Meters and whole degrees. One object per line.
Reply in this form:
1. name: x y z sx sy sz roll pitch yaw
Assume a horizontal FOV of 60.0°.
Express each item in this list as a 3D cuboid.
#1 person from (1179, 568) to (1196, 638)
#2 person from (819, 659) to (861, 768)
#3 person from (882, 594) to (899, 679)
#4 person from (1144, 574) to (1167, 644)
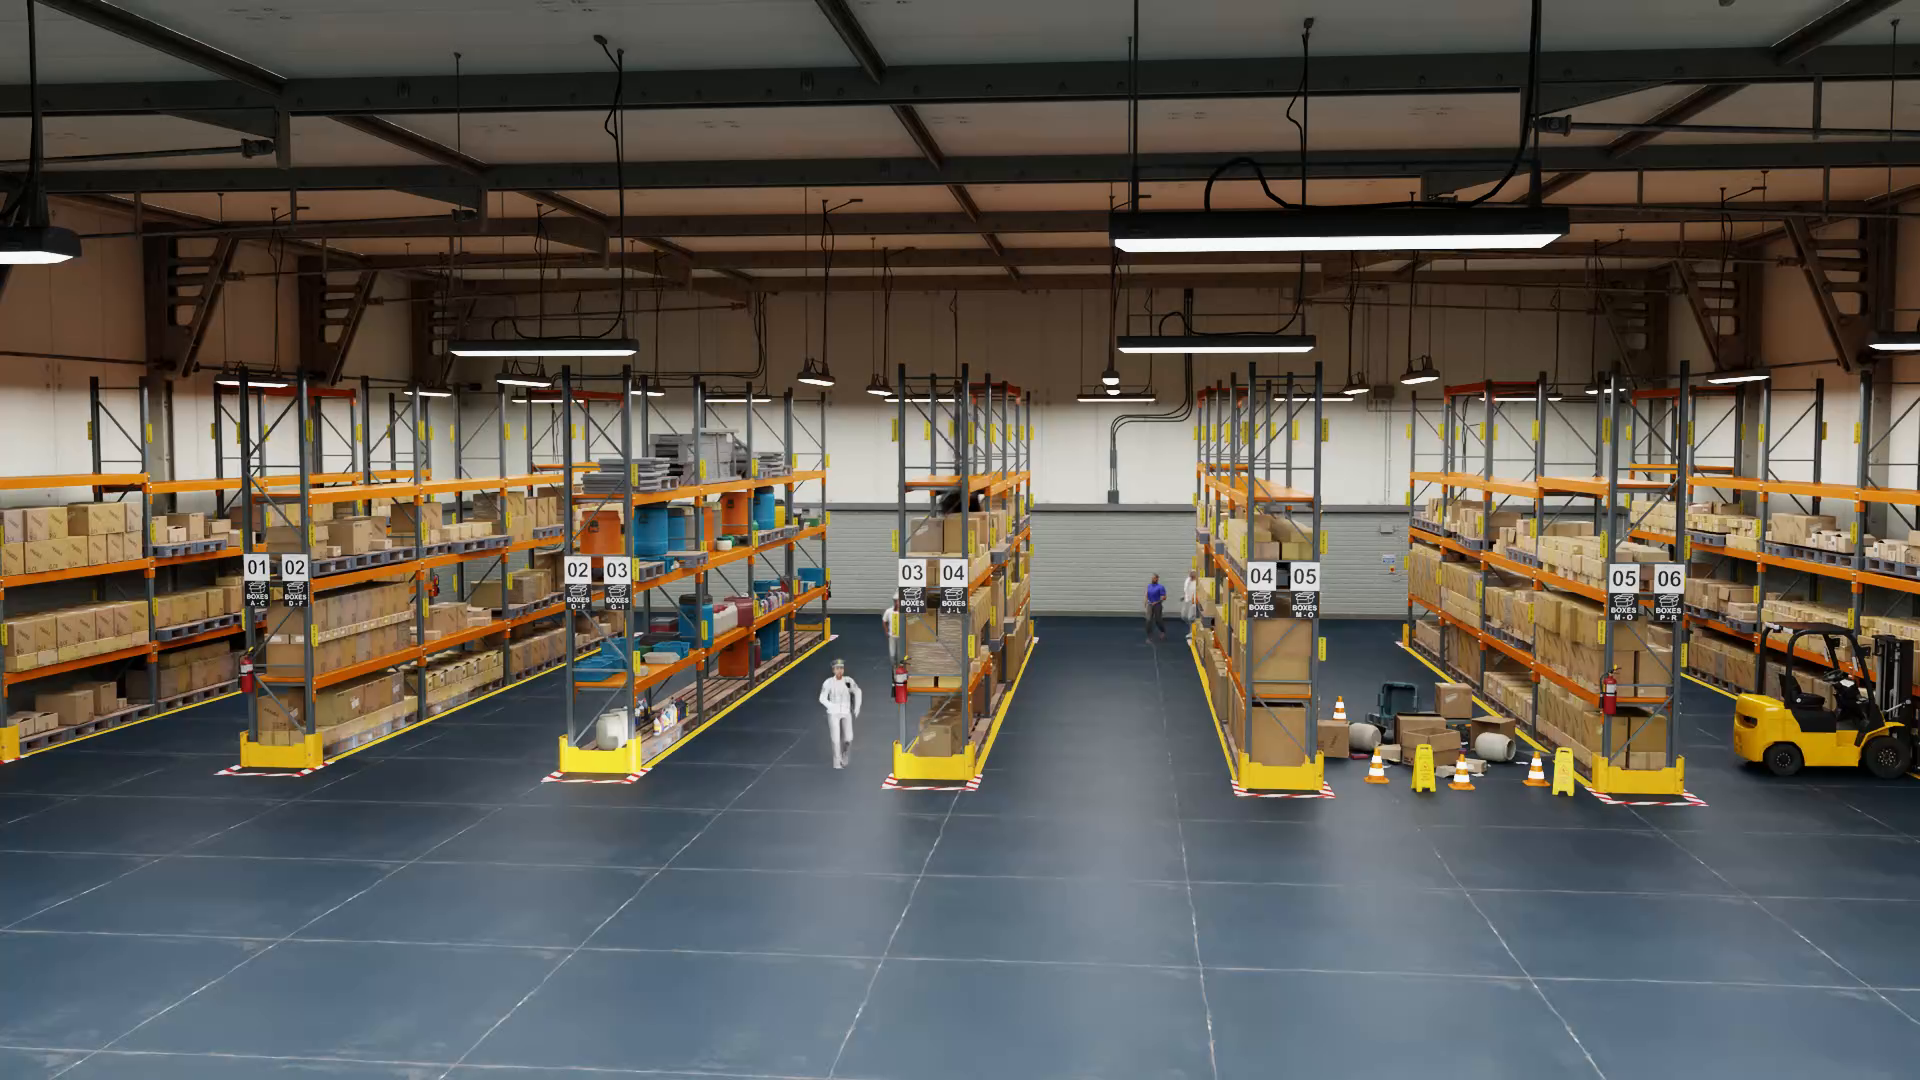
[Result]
1. person: 5.715 1.523 40.758 0.601 1.733 0.686 -3 5 -40
2. person: -1.753 2.582 24.639 0.656 1.650 0.561 -1 4 -13
3. person: -1.268 1.967 34.020 0.703 1.720 0.588 1 4 11
4. person: 4.675 1.632 39.788 0.592 1.671 0.855 2 4 31
